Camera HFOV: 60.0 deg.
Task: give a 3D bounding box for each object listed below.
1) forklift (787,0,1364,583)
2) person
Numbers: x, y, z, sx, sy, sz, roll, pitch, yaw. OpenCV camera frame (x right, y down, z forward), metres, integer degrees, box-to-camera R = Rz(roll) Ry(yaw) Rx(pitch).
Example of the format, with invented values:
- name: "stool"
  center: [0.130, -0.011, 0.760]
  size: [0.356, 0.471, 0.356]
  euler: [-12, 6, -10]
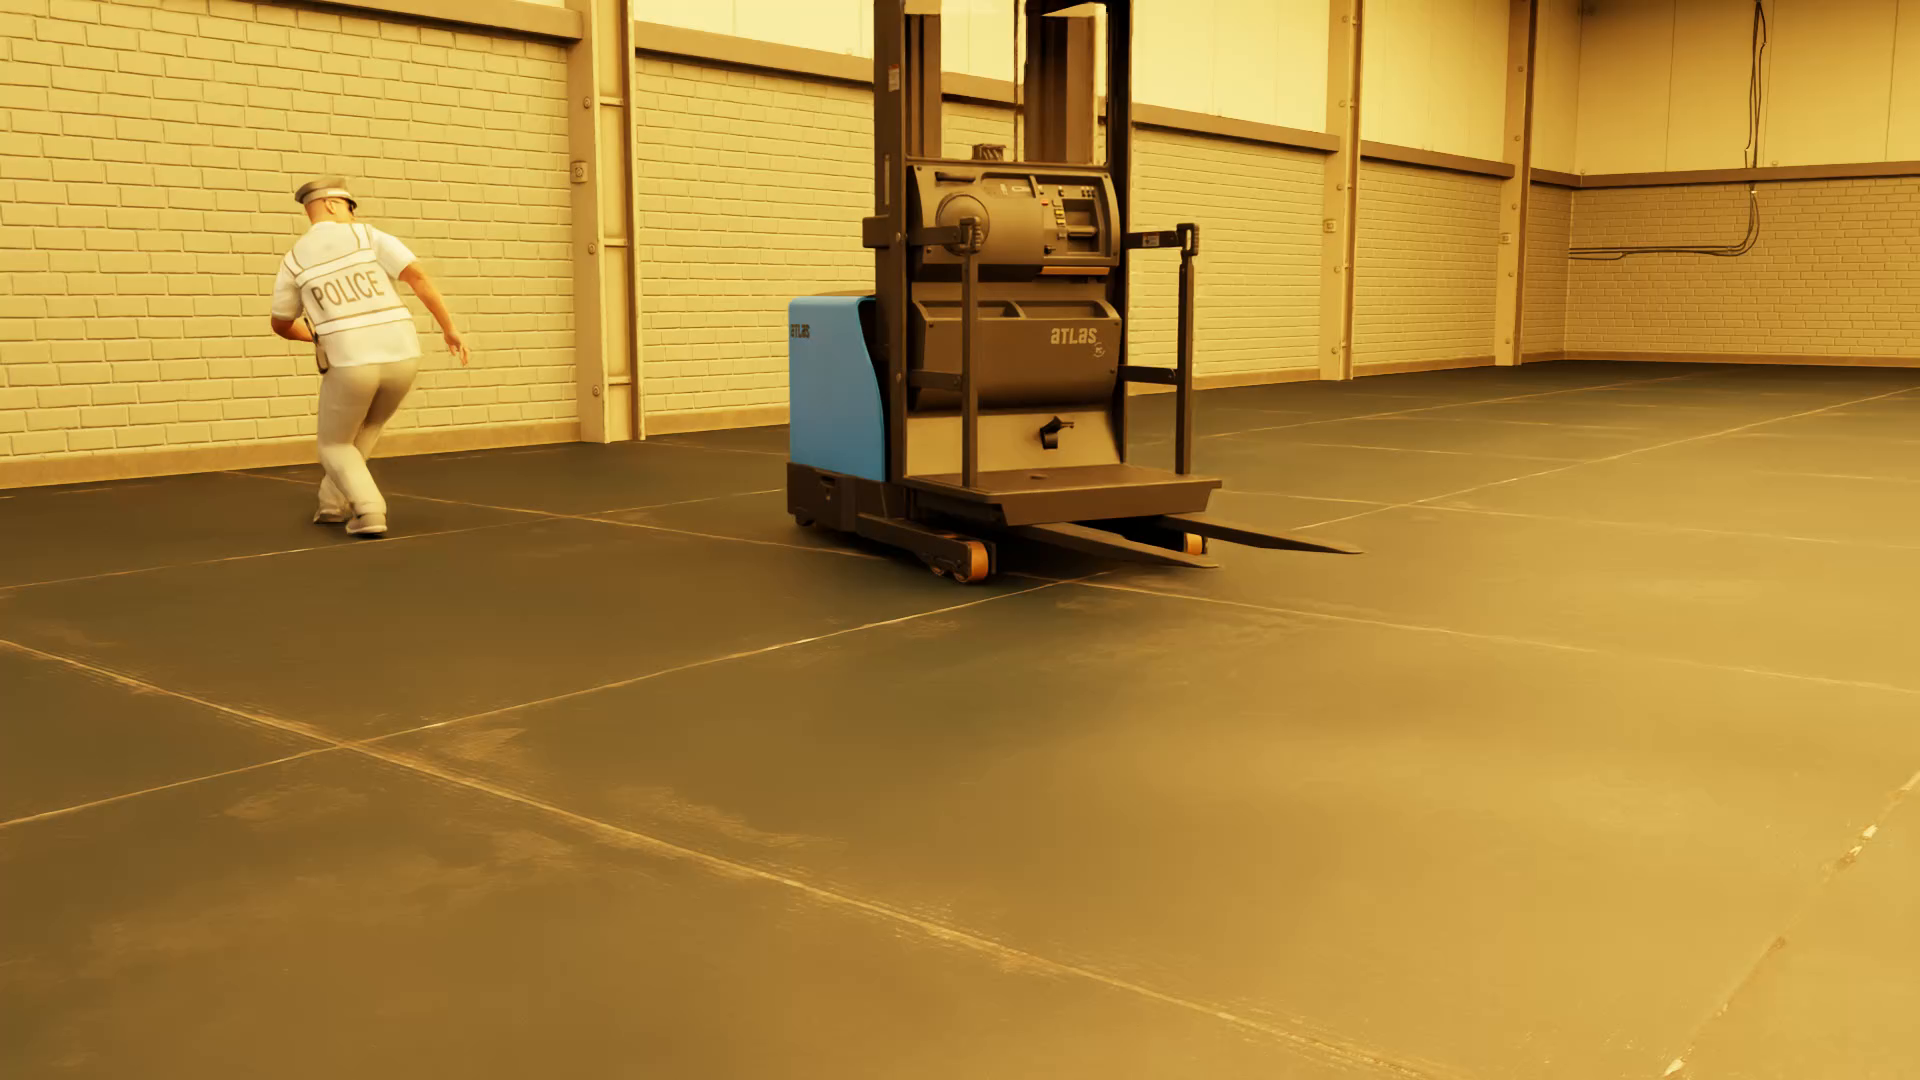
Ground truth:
- name: "forklift"
  center: [0.342, -1.360, 6.577]
  size: [1.130, 2.935, 3.031]
  euler: [-5, 9, -28]
- name: "person"
  center: [-2.762, -0.852, 7.711]
  size: [0.784, 1.621, 0.800]
  euler: [-5, 10, -32]
